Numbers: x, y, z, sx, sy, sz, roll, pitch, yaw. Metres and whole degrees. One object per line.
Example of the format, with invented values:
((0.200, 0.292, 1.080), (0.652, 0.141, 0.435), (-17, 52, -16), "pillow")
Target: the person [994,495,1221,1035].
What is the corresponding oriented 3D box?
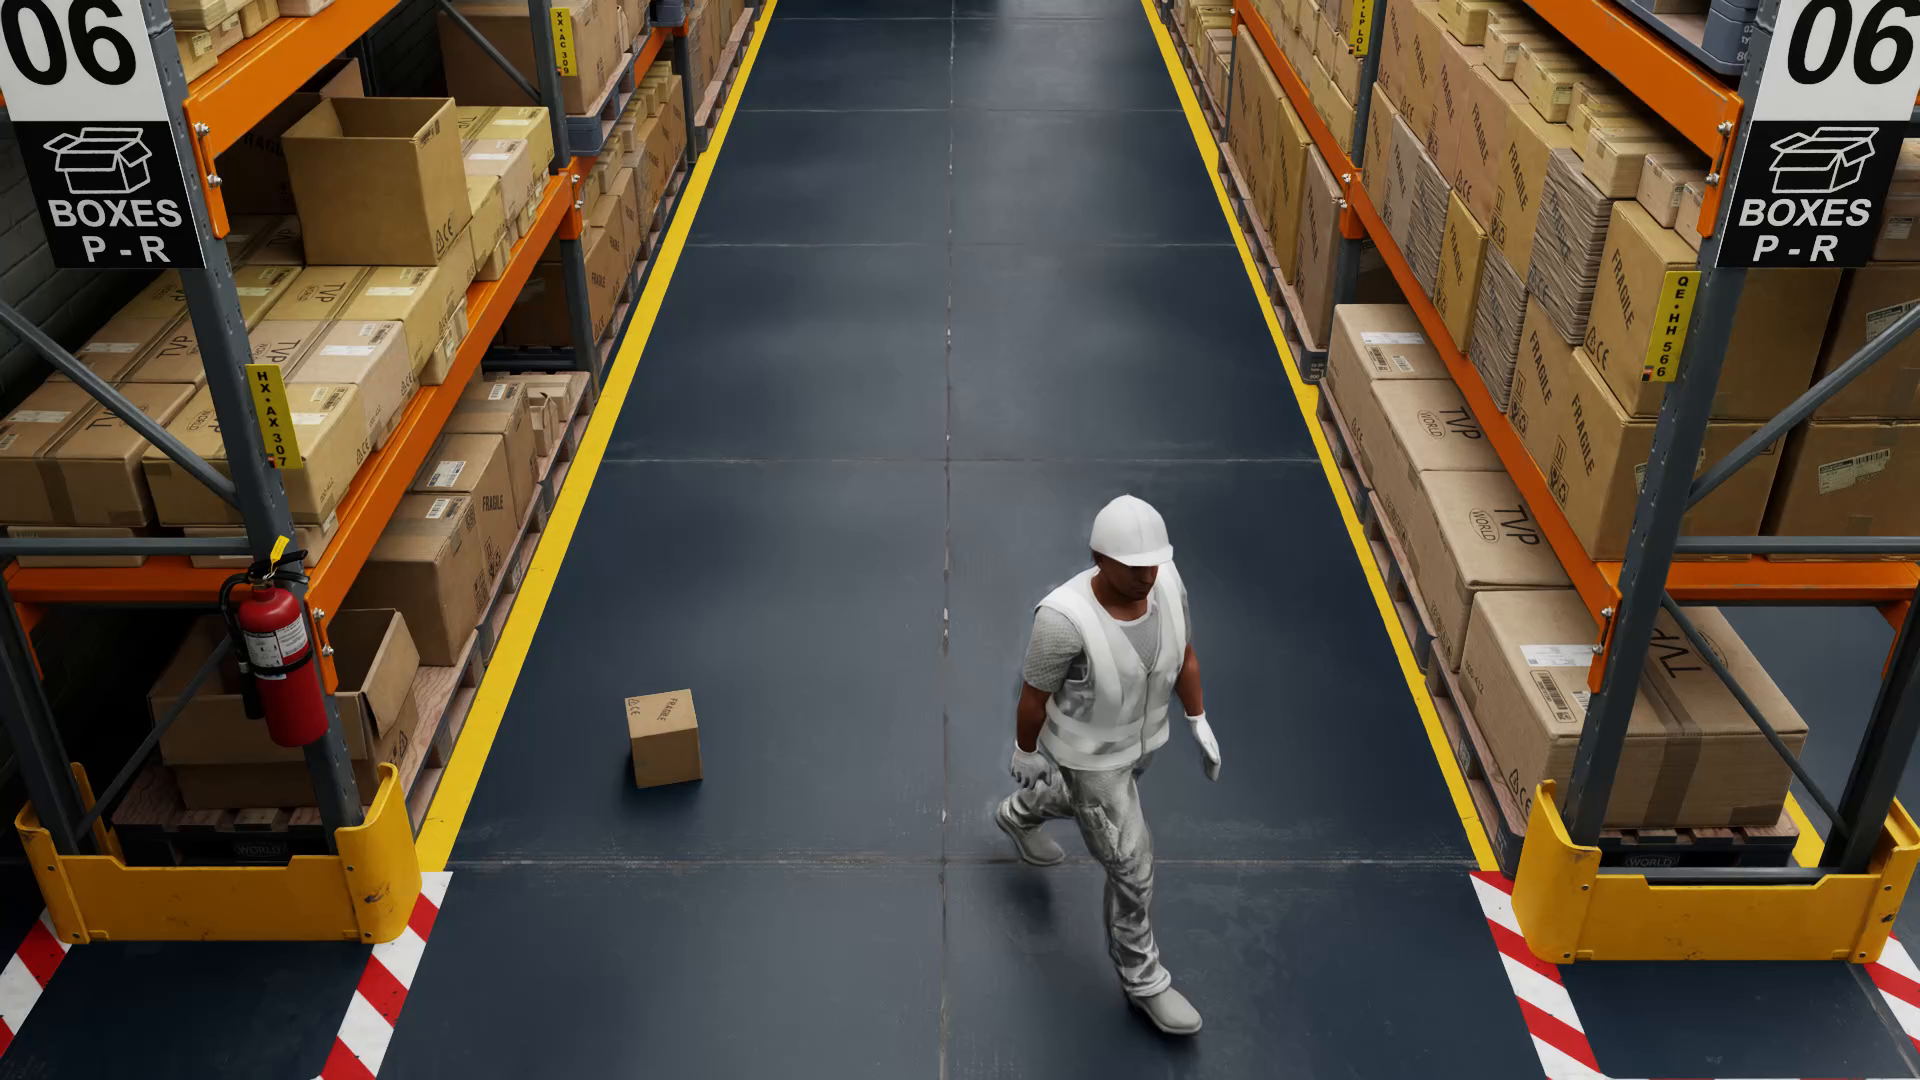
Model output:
((0.442, 0.595, 5.141), (0.560, 1.735, 1.095), (-26, 40, -35), "person")
